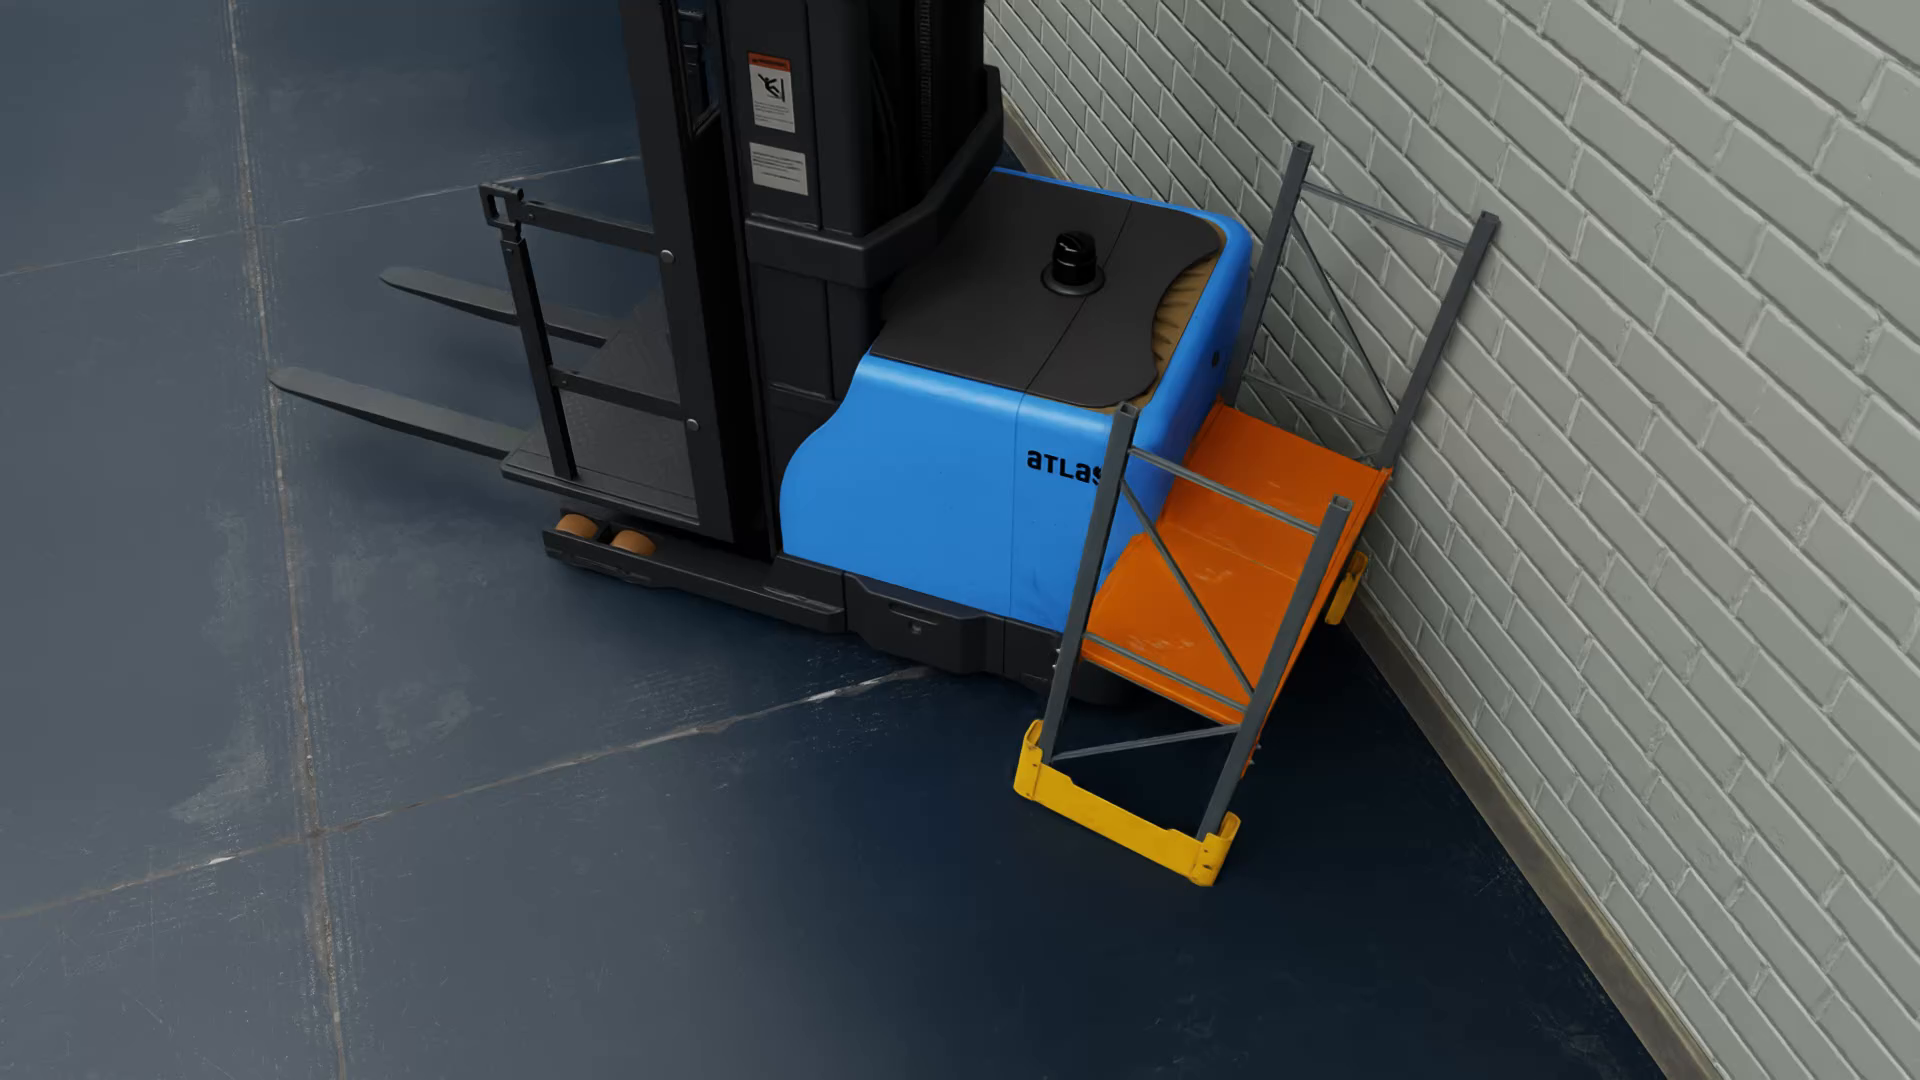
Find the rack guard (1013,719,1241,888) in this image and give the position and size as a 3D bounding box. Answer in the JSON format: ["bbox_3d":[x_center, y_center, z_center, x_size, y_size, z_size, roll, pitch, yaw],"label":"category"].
[{"bbox_3d":[0.426,0.688,4.338,0.587,0.250,0.087,25,53,14],"label":"rack guard"}]

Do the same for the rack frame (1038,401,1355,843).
[{"bbox_3d":[0.471,0.306,3.844,0.500,1.500,0.032,25,53,14],"label":"rack frame"}]

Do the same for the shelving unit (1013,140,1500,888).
[{"bbox_3d":[0.713,-0.034,4.150,0.587,1.500,1.083,25,53,14],"label":"shelving unit"}]

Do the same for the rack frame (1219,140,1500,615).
[{"bbox_3d":[0.947,-0.362,4.445,0.500,1.500,0.032,25,53,14],"label":"rack frame"}]

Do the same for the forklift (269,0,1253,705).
[{"bbox_3d":[-0.741,-1.232,4.409,3.031,2.935,1.130,16,47,15],"label":"forklift"}]

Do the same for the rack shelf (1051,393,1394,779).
[{"bbox_3d":[0.693,0.086,4.283,0.538,0.185,1.000,25,53,14],"label":"rack shelf"}]

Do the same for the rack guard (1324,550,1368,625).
[{"bbox_3d":[0.892,0.033,4.926,0.587,0.250,0.087,25,53,14],"label":"rack guard"}]
